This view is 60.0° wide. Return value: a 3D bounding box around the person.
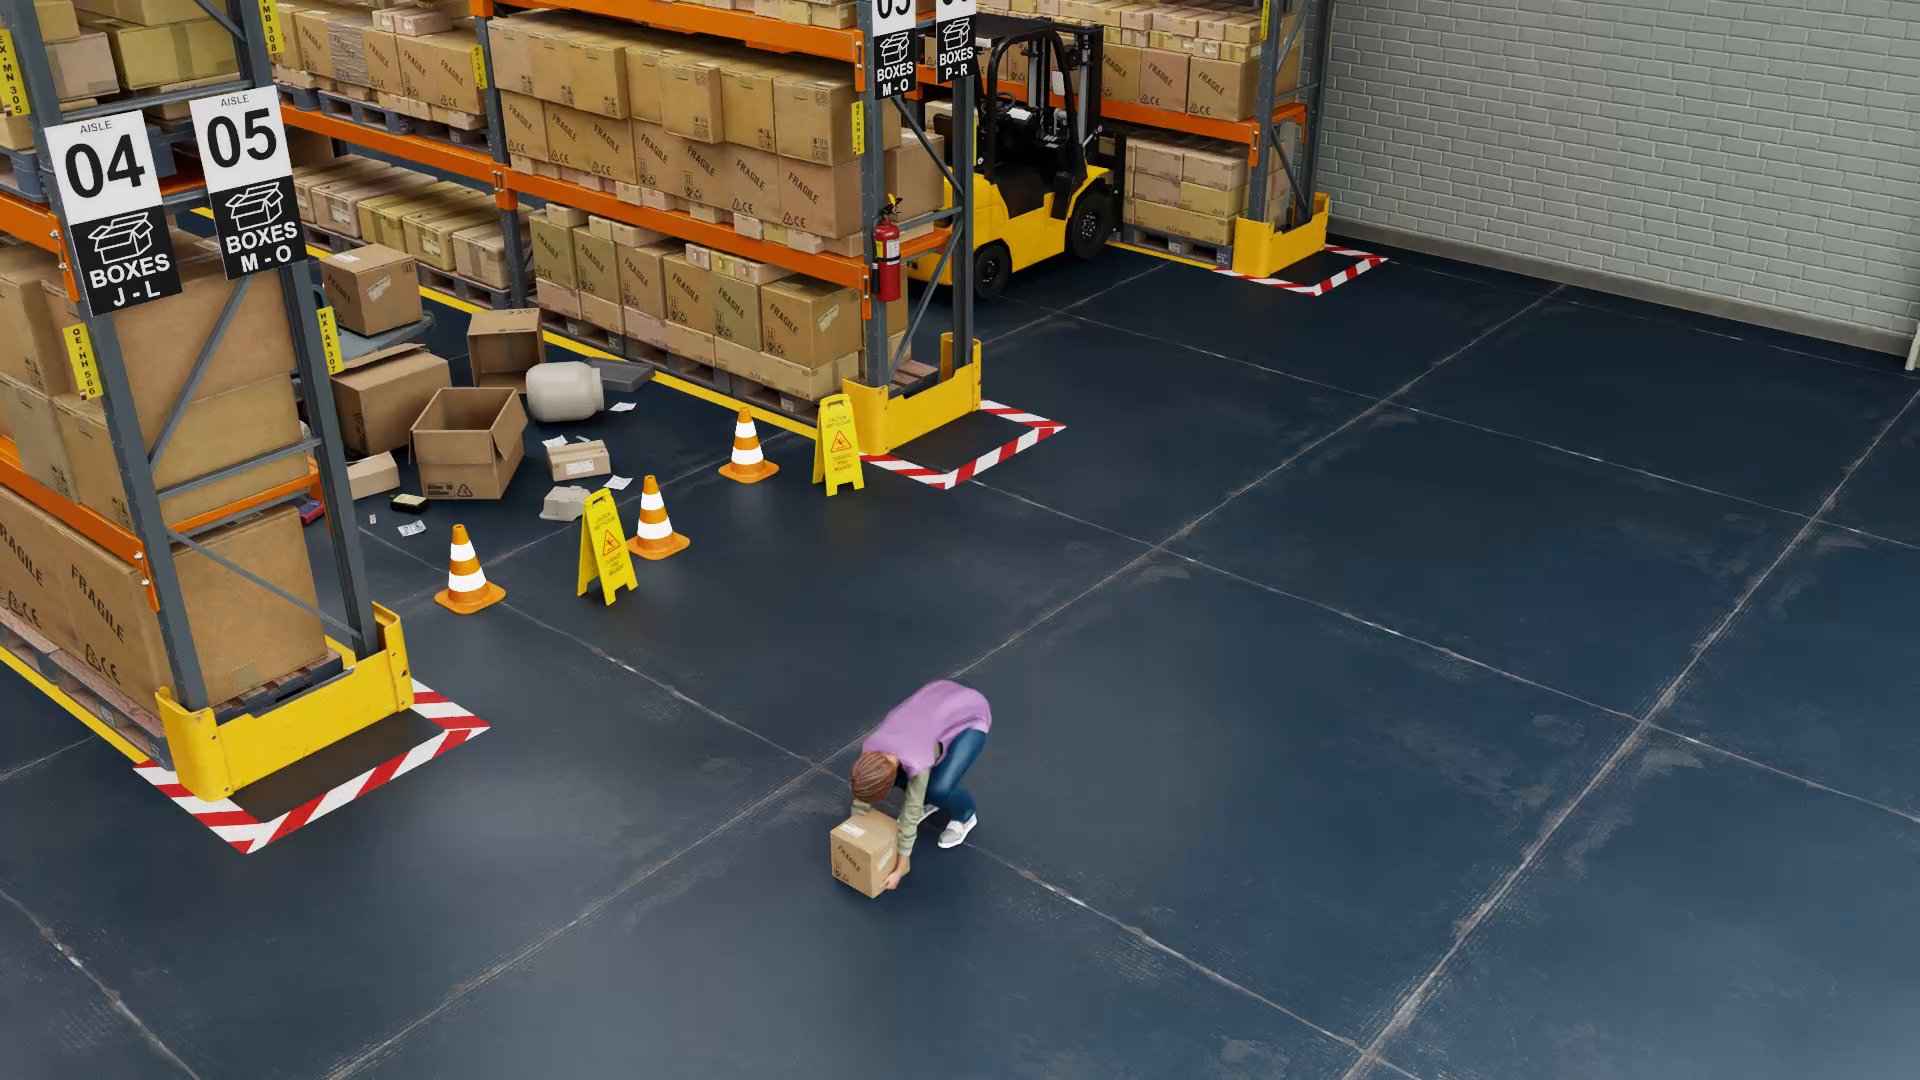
[{"bbox_3d":[-0.189,1.078,7.532,0.427,0.758,0.873,20,34,33],"label":"person"}]
